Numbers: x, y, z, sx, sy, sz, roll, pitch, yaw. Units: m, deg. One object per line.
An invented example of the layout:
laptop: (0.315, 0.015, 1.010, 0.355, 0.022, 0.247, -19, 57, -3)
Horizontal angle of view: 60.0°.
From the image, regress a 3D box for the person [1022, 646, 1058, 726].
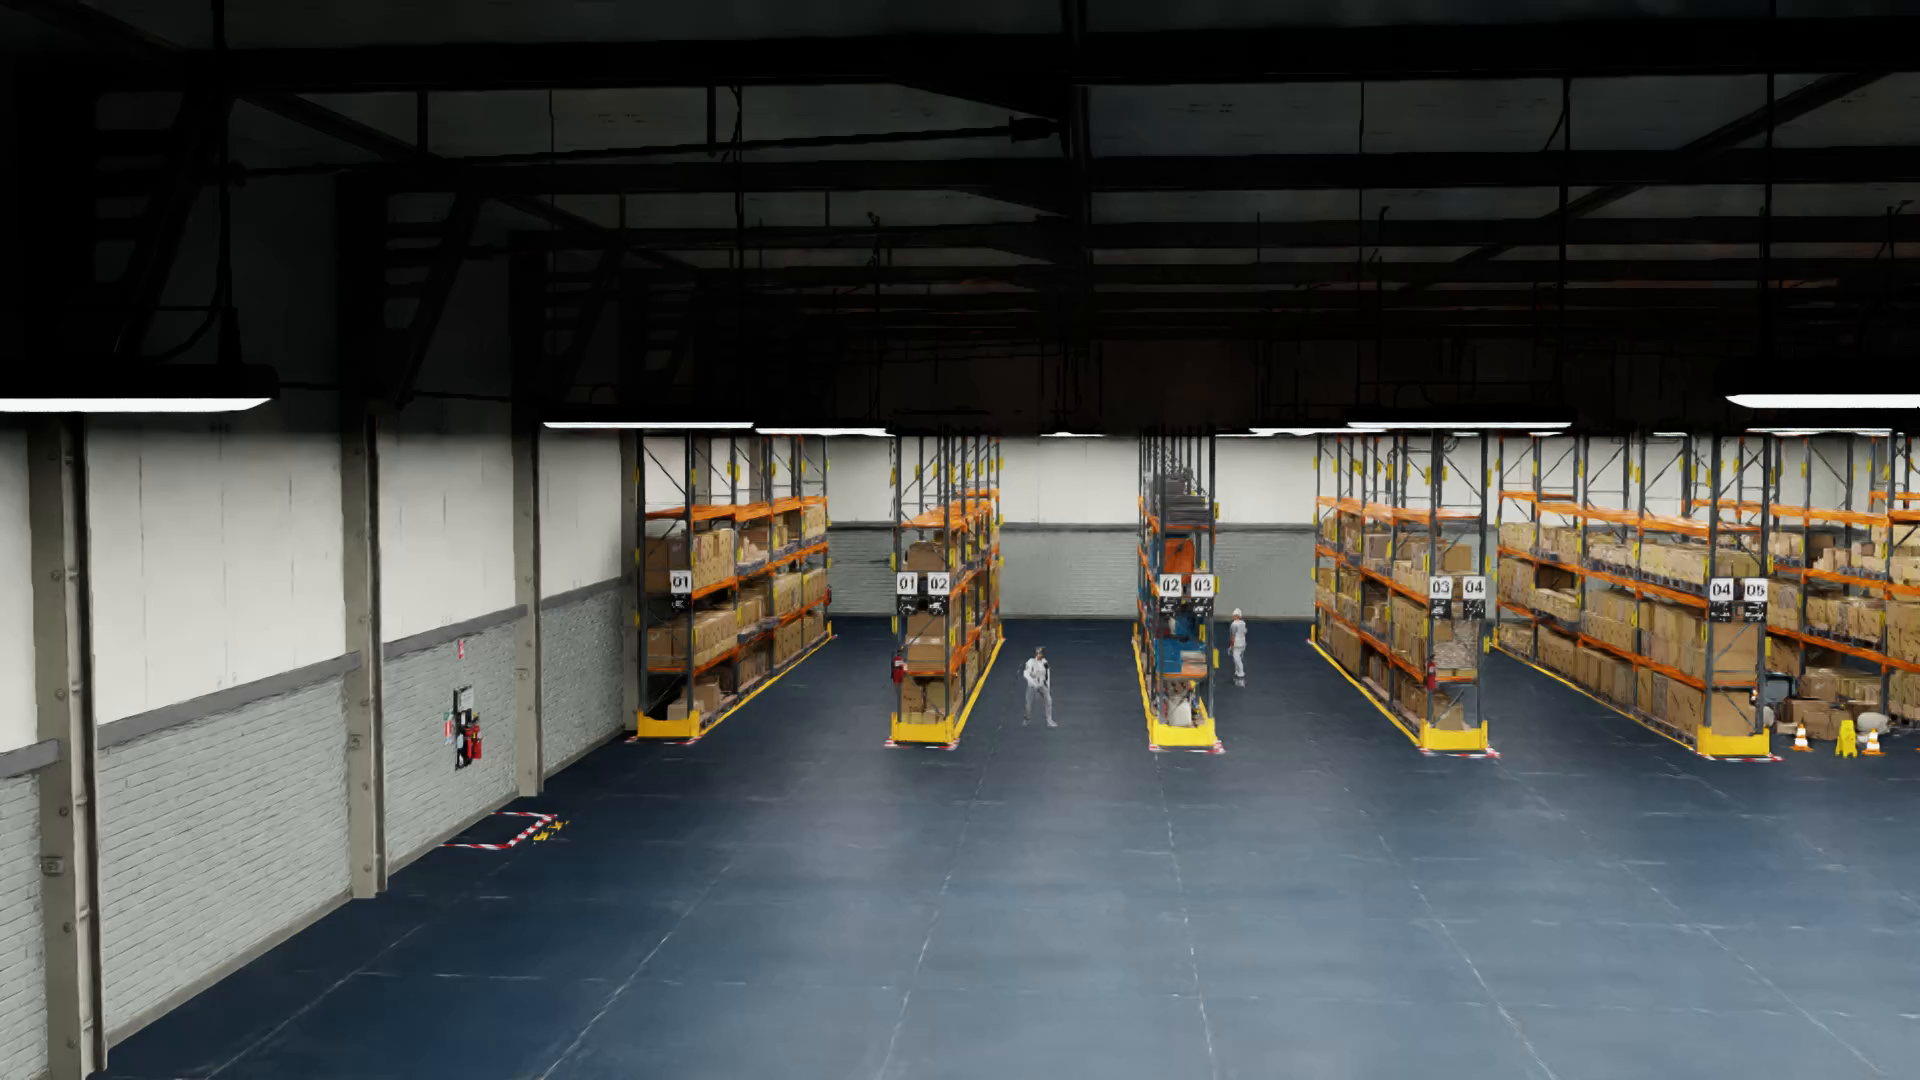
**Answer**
person: (1.549, 2.896, 33.104, 0.644, 1.615, 0.783, -1, 4, -14)

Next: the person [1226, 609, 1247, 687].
person: (6.387, 2.474, 38.458, 0.577, 1.785, 0.655, 3, 4, 37)

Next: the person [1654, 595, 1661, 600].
person: (17.816, 2.255, 42.599, 0.593, 1.719, 0.650, 2, 4, 25)
